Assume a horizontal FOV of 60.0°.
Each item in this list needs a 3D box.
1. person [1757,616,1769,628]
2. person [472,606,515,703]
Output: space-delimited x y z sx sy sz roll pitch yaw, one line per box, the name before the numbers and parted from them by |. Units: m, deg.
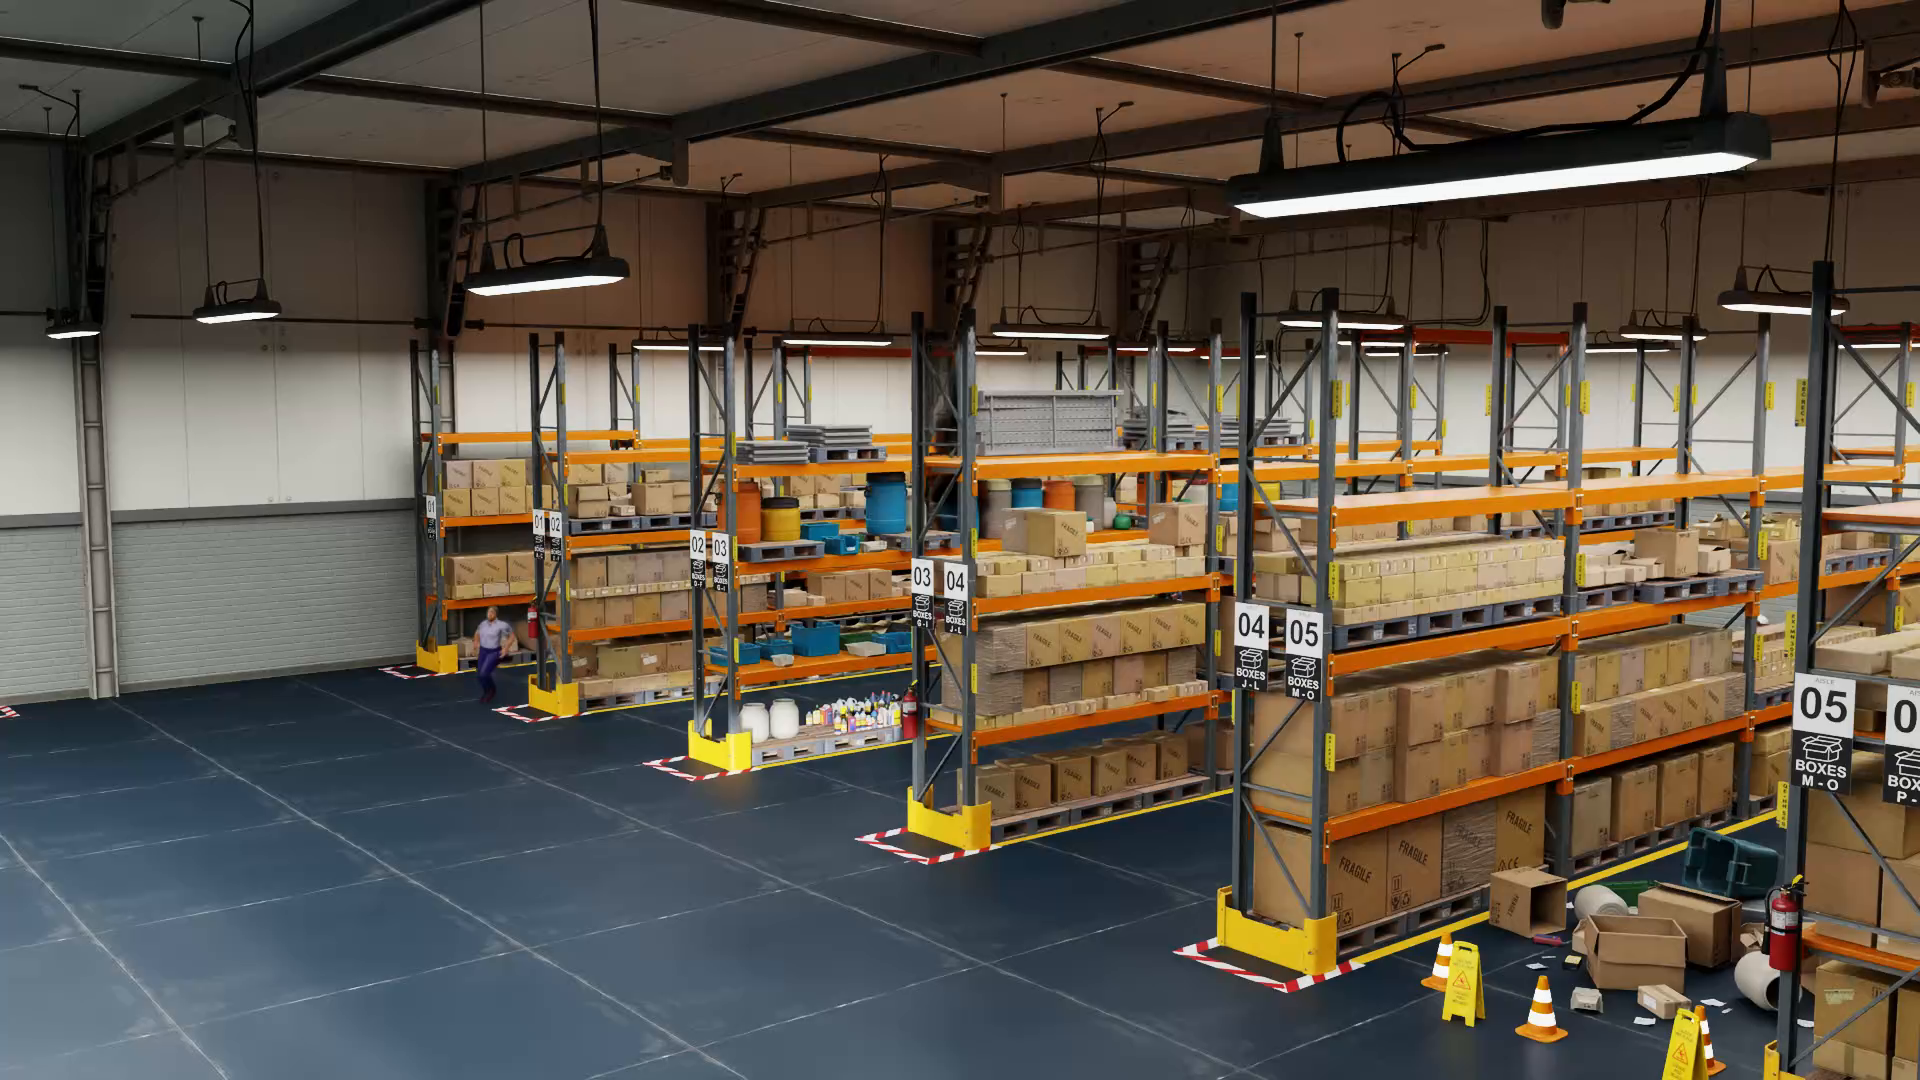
person | 11.894 2.003 24.678 0.954 1.781 0.669 -4 7 -37
person | -7.645 1.865 27.088 0.667 1.600 0.598 2 6 23
